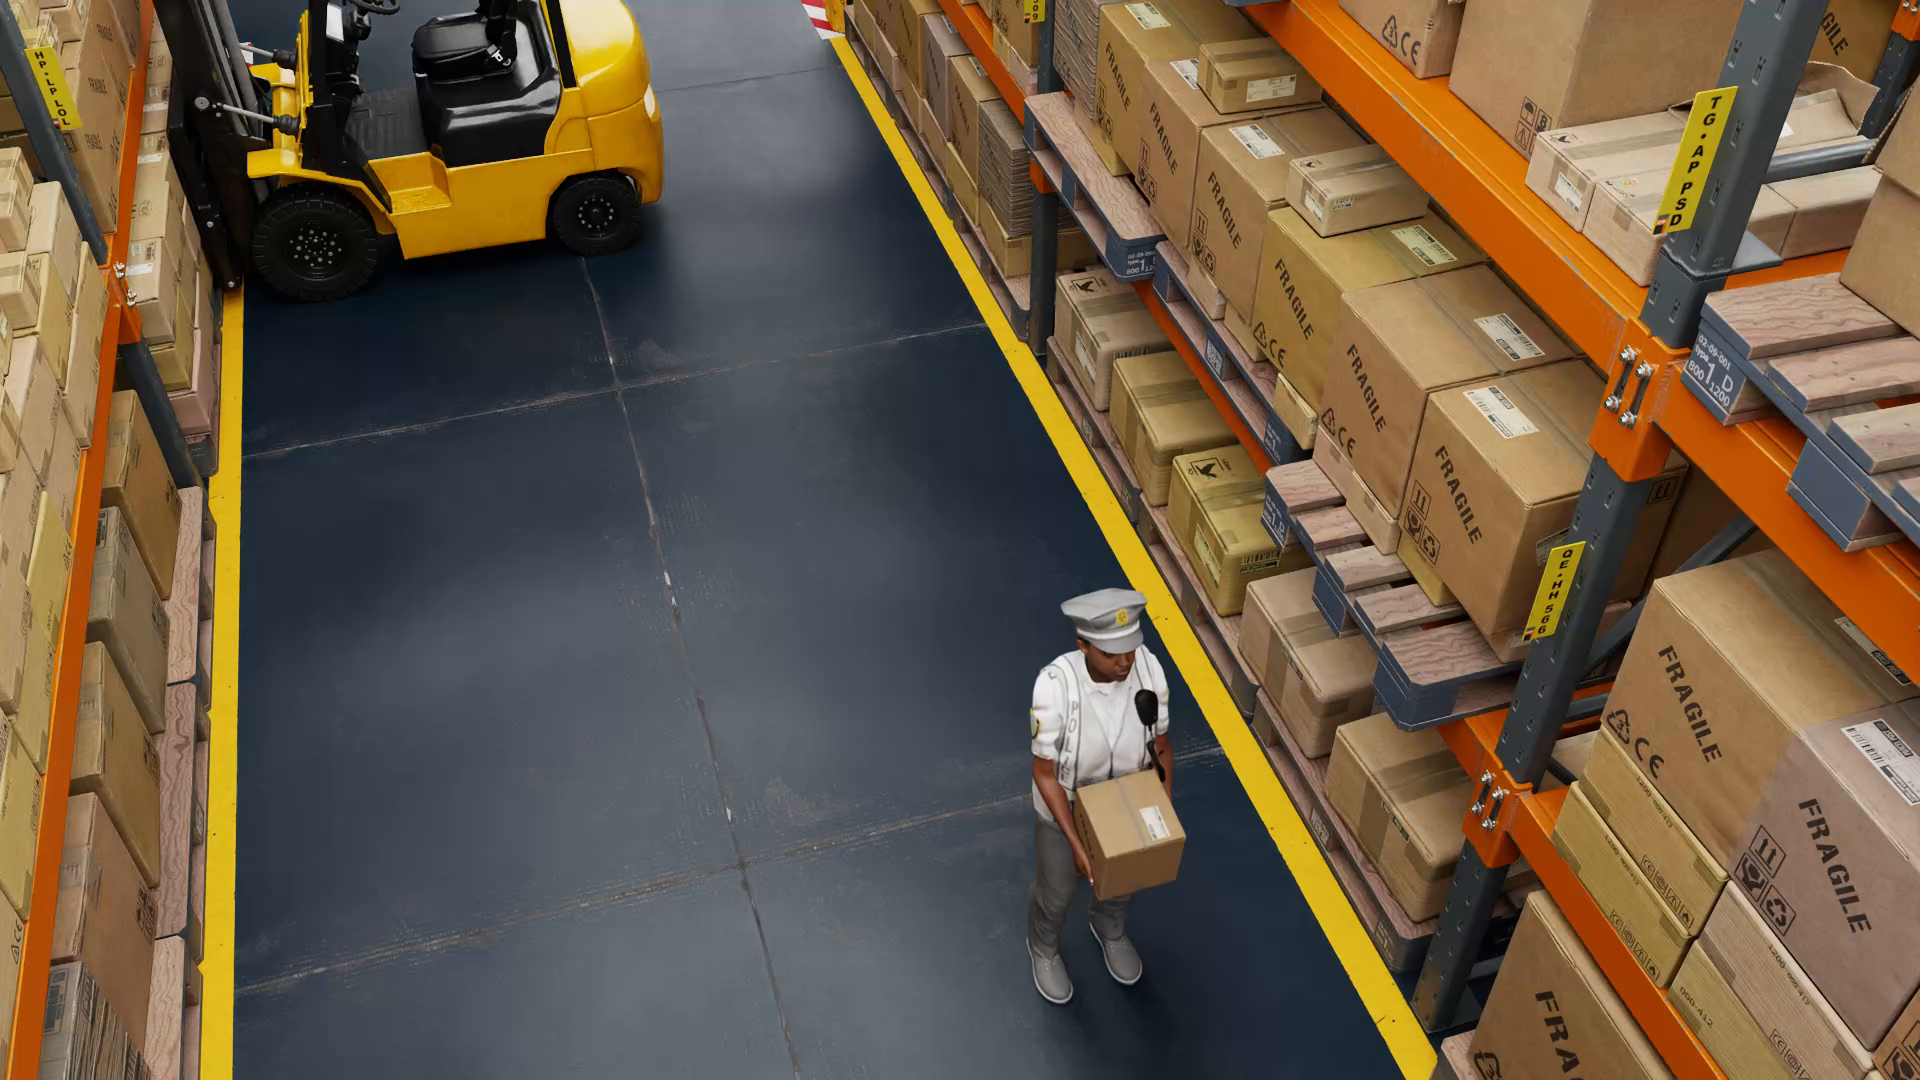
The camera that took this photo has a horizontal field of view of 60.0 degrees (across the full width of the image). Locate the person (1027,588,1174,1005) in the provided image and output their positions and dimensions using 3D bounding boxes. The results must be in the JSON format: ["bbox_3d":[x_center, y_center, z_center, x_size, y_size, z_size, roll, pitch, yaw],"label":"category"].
[{"bbox_3d":[0.447,0.859,5.197,0.454,1.694,0.530,-12,44,-13],"label":"person"}]
